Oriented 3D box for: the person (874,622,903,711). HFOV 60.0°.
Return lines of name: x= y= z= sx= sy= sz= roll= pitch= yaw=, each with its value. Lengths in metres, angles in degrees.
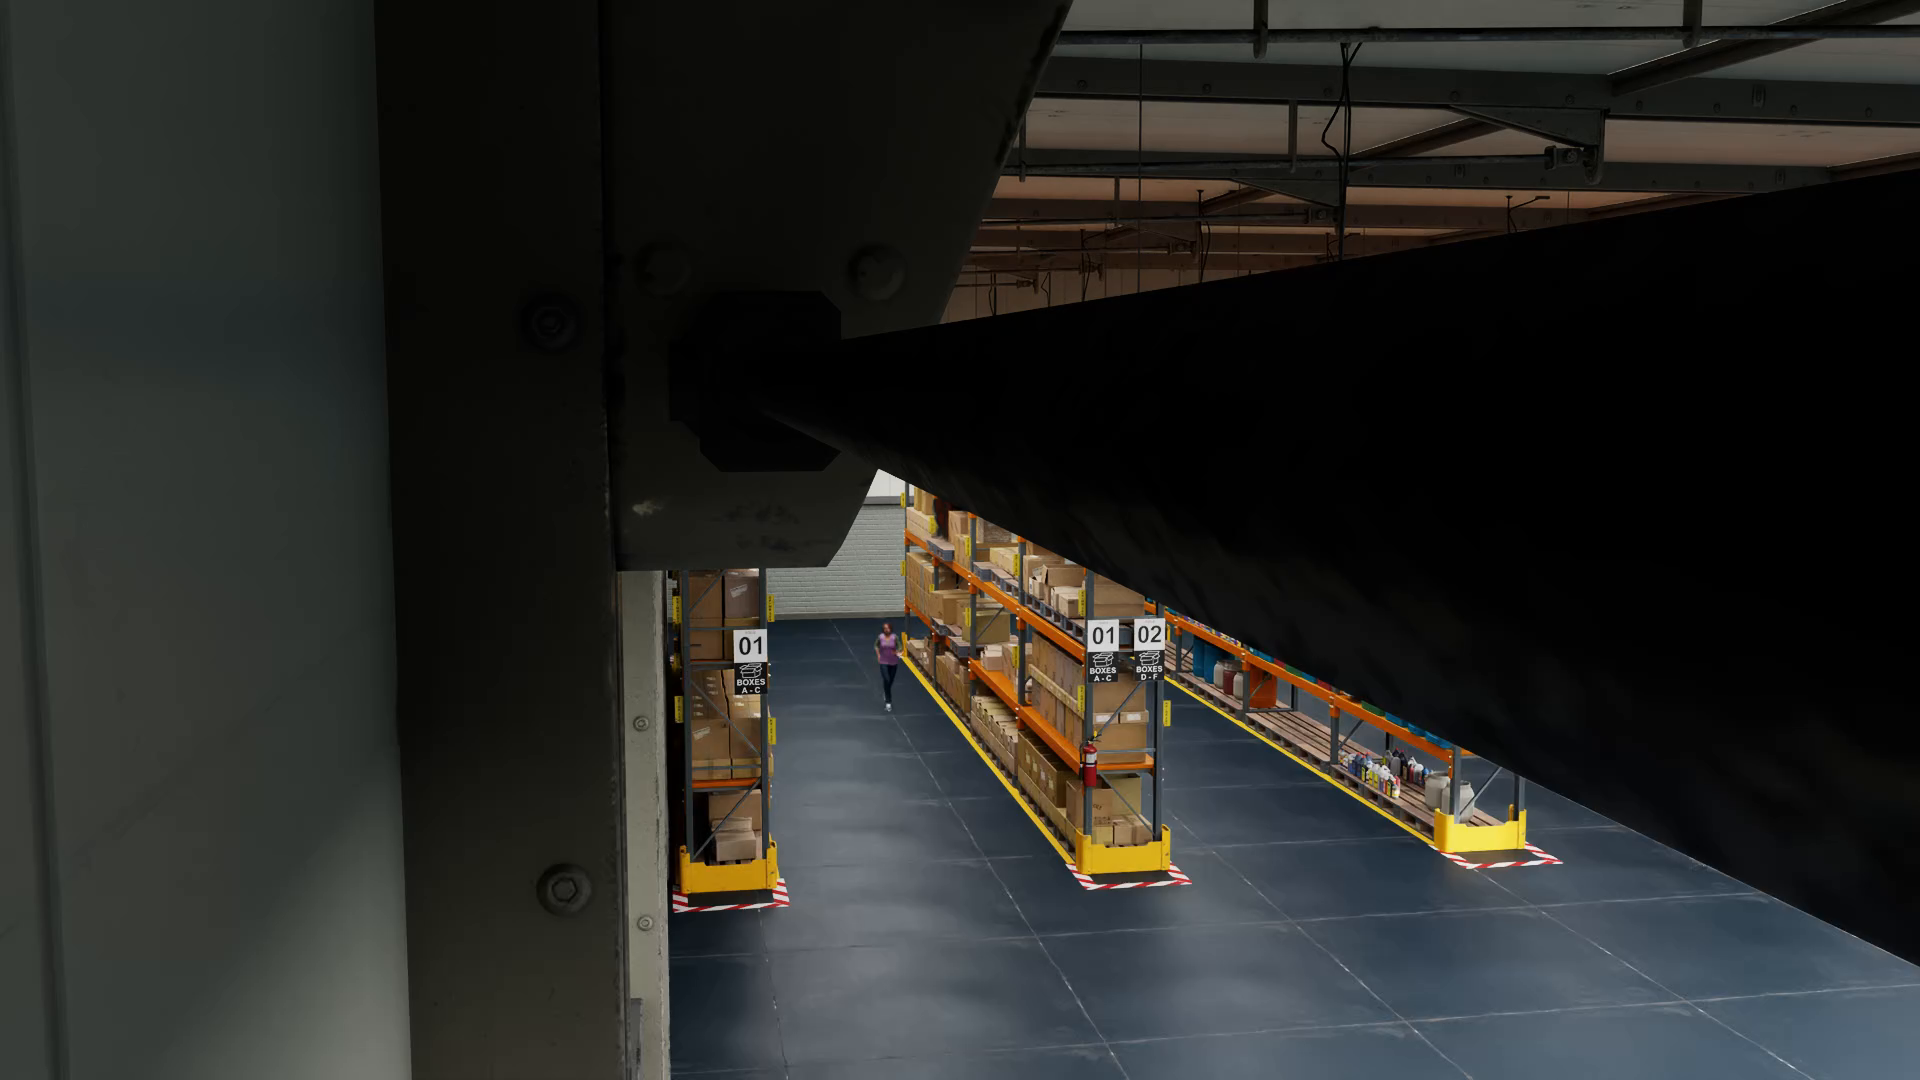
person: x=-1.328 y=2.321 z=31.015 sx=0.525 sy=1.611 sz=0.820 roll=-1 pitch=6 yaw=-8
